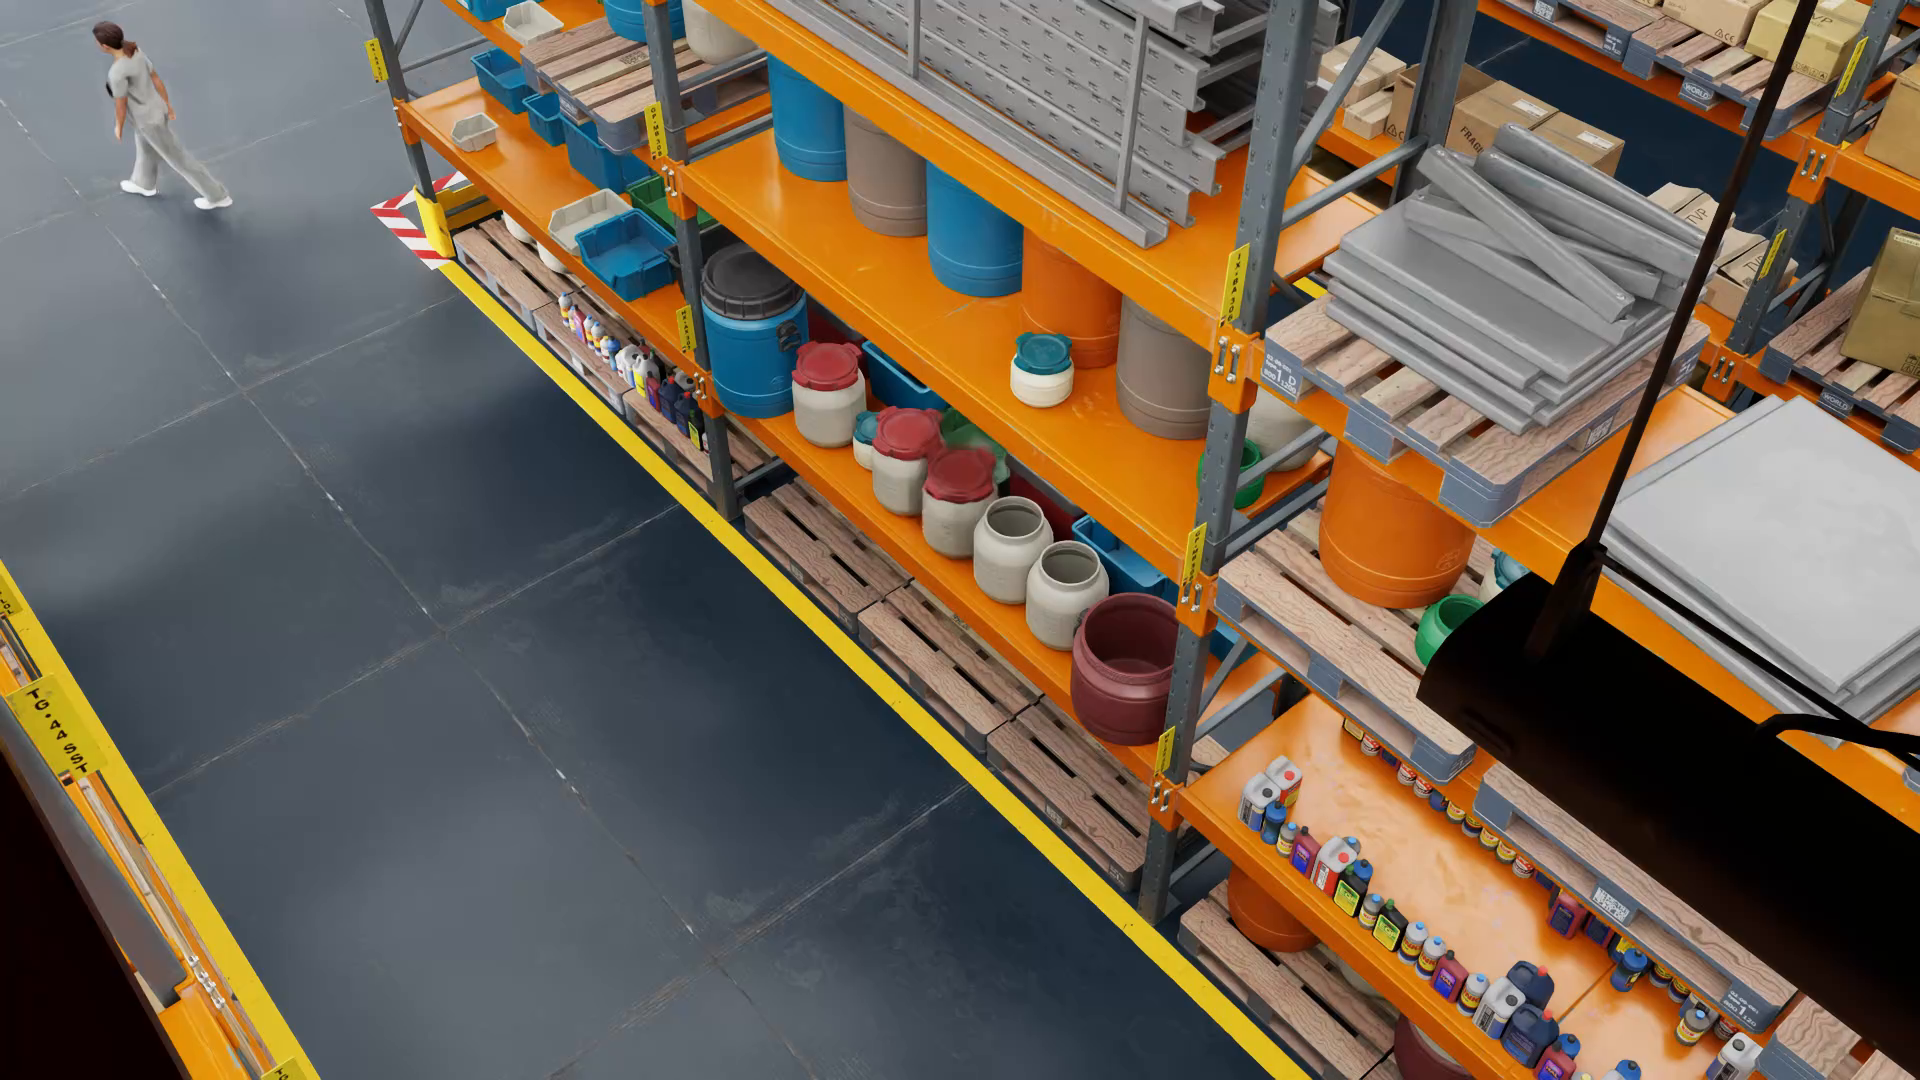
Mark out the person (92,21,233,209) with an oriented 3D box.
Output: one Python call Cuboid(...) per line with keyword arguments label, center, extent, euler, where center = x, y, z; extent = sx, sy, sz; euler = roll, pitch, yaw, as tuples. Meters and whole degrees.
Cuboid(label="person", center=(-6.389, -3.305, 12.966), extent=(0.969, 1.615, 0.486), euler=(-2, 47, -2))
